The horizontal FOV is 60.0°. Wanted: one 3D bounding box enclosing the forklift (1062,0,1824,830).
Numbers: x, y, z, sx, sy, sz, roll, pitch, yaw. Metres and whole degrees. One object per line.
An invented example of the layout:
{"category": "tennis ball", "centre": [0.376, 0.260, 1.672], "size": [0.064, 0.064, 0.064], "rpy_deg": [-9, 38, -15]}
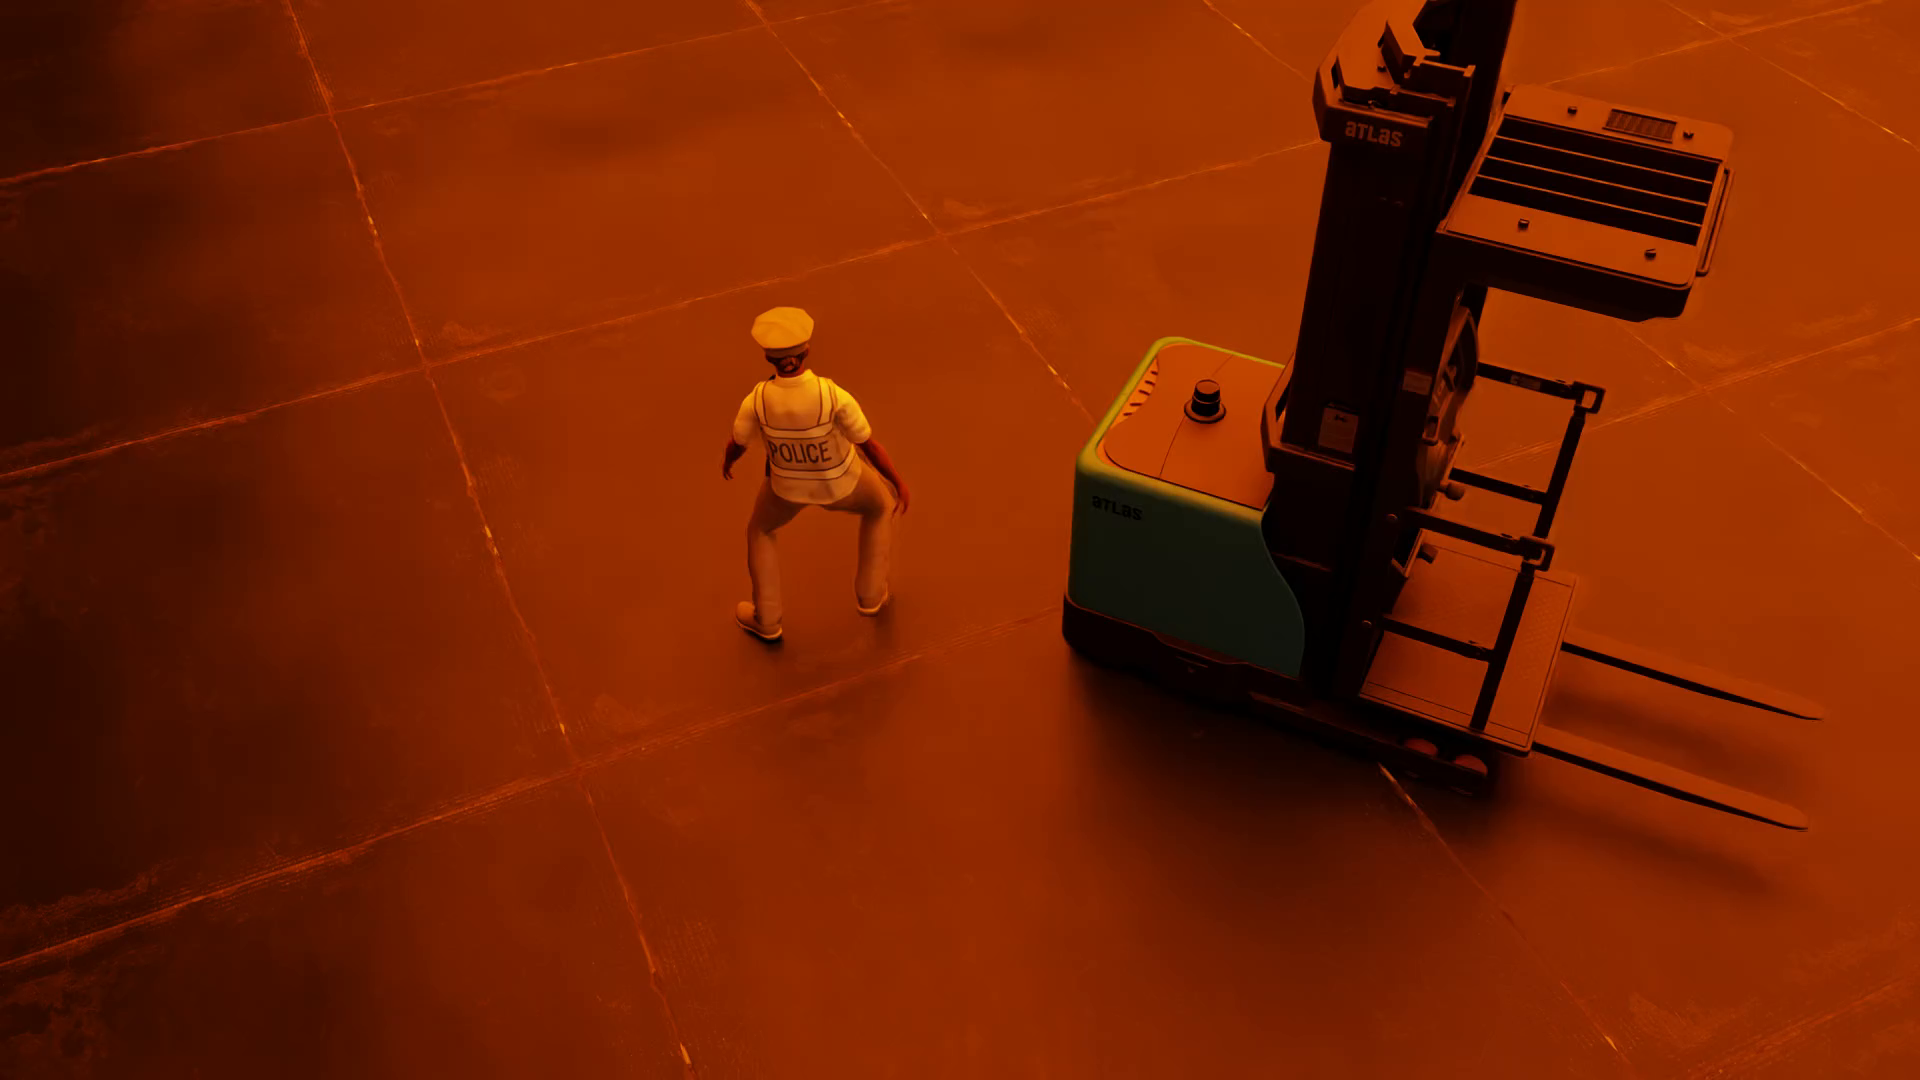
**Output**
{"category": "forklift", "centre": [2.004, -0.461, 6.174], "size": [3.031, 2.935, 1.130], "rpy_deg": [18, 46, 18]}

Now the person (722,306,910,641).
{"category": "person", "centre": [-0.617, -0.270, 6.994], "size": [0.835, 1.566, 0.536], "rpy_deg": [5, 43, 5]}
